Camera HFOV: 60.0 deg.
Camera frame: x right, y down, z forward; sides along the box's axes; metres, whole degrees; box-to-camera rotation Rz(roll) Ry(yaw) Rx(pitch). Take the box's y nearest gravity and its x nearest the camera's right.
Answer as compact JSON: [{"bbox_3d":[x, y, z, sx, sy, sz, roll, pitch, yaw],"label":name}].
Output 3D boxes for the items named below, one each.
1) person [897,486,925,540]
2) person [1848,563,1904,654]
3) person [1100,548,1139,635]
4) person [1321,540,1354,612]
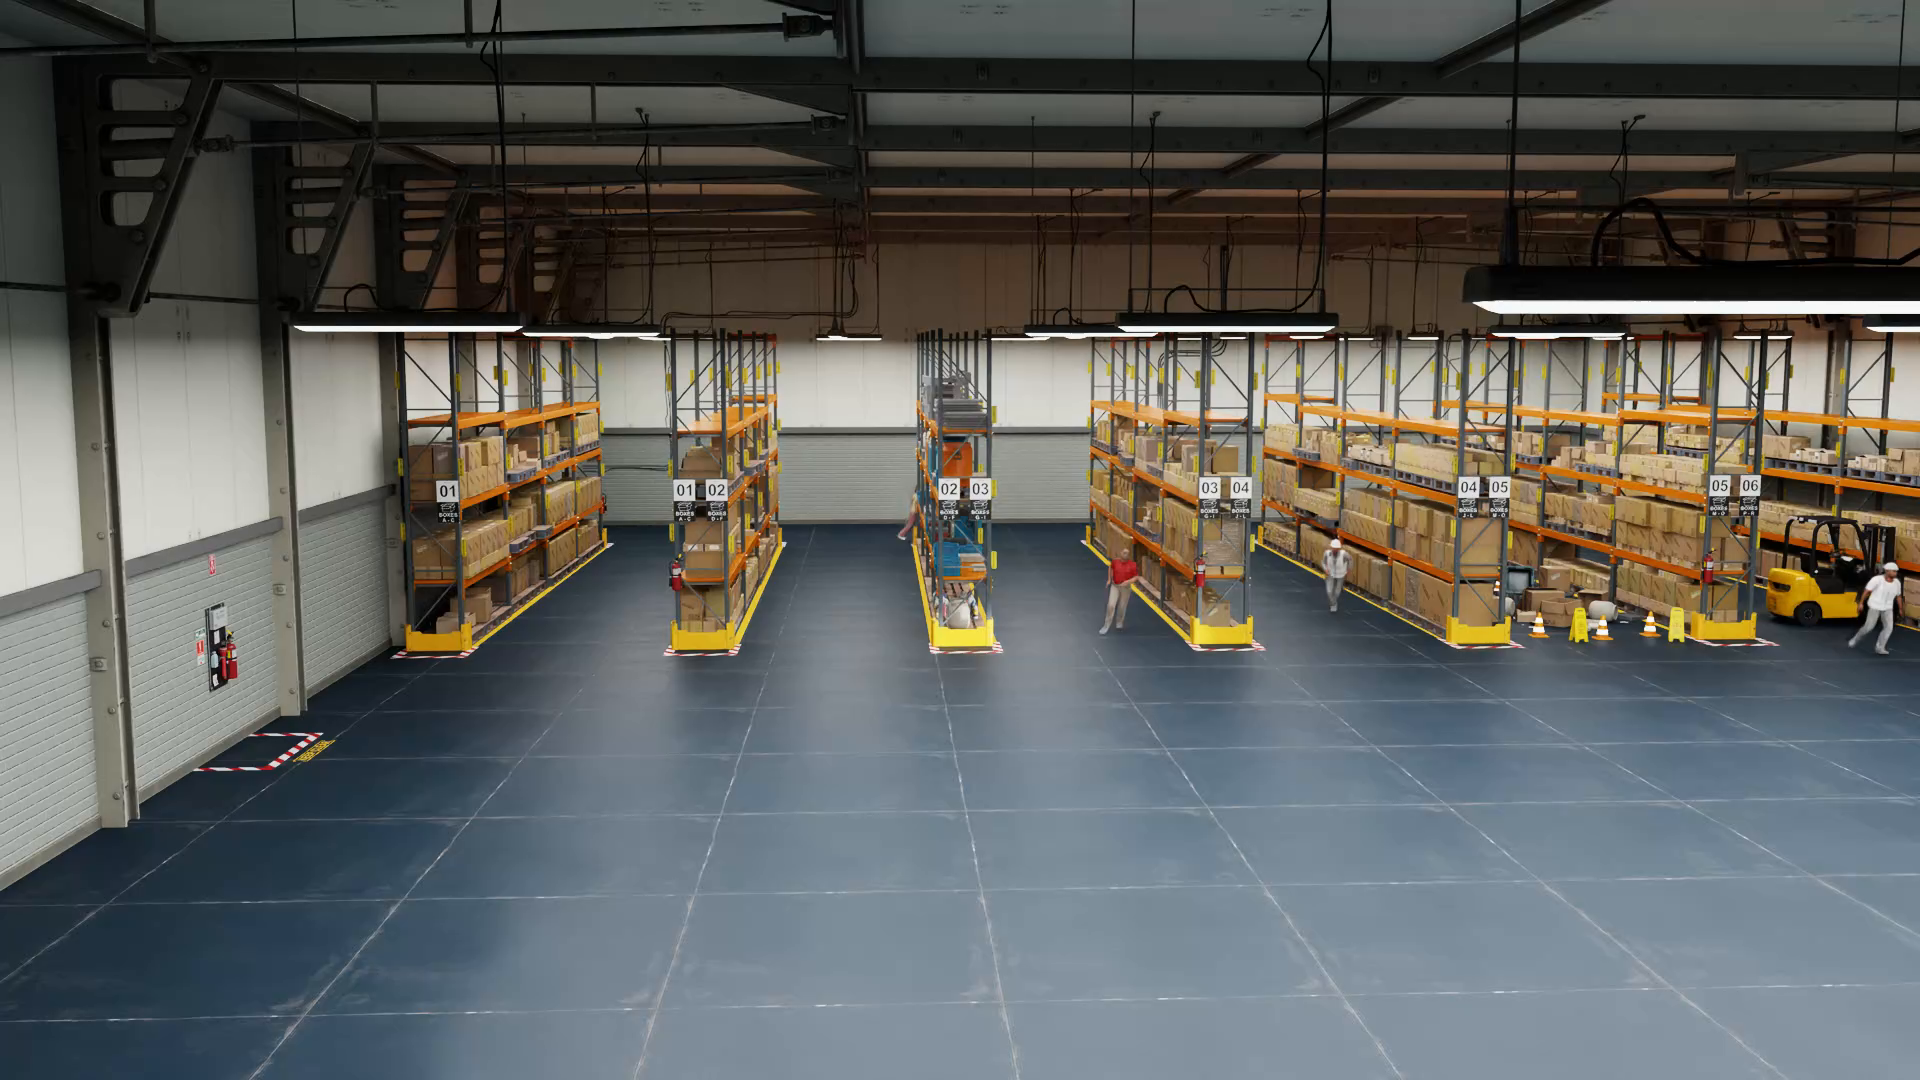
[{"bbox_3d":[-1.400,-0.772,48.404,0.828,1.629,0.558,1,7,7],"label":"person"},{"bbox_3d":[17.006,1.241,30.865,0.779,1.708,0.751,-1,7,-4],"label":"person"},{"bbox_3d":[3.174,0.991,32.959,0.734,1.710,0.848,1,7,11],"label":"person"},{"bbox_3d":[8.047,0.753,35.497,0.676,1.595,0.913,2,7,13],"label":"person"}]
